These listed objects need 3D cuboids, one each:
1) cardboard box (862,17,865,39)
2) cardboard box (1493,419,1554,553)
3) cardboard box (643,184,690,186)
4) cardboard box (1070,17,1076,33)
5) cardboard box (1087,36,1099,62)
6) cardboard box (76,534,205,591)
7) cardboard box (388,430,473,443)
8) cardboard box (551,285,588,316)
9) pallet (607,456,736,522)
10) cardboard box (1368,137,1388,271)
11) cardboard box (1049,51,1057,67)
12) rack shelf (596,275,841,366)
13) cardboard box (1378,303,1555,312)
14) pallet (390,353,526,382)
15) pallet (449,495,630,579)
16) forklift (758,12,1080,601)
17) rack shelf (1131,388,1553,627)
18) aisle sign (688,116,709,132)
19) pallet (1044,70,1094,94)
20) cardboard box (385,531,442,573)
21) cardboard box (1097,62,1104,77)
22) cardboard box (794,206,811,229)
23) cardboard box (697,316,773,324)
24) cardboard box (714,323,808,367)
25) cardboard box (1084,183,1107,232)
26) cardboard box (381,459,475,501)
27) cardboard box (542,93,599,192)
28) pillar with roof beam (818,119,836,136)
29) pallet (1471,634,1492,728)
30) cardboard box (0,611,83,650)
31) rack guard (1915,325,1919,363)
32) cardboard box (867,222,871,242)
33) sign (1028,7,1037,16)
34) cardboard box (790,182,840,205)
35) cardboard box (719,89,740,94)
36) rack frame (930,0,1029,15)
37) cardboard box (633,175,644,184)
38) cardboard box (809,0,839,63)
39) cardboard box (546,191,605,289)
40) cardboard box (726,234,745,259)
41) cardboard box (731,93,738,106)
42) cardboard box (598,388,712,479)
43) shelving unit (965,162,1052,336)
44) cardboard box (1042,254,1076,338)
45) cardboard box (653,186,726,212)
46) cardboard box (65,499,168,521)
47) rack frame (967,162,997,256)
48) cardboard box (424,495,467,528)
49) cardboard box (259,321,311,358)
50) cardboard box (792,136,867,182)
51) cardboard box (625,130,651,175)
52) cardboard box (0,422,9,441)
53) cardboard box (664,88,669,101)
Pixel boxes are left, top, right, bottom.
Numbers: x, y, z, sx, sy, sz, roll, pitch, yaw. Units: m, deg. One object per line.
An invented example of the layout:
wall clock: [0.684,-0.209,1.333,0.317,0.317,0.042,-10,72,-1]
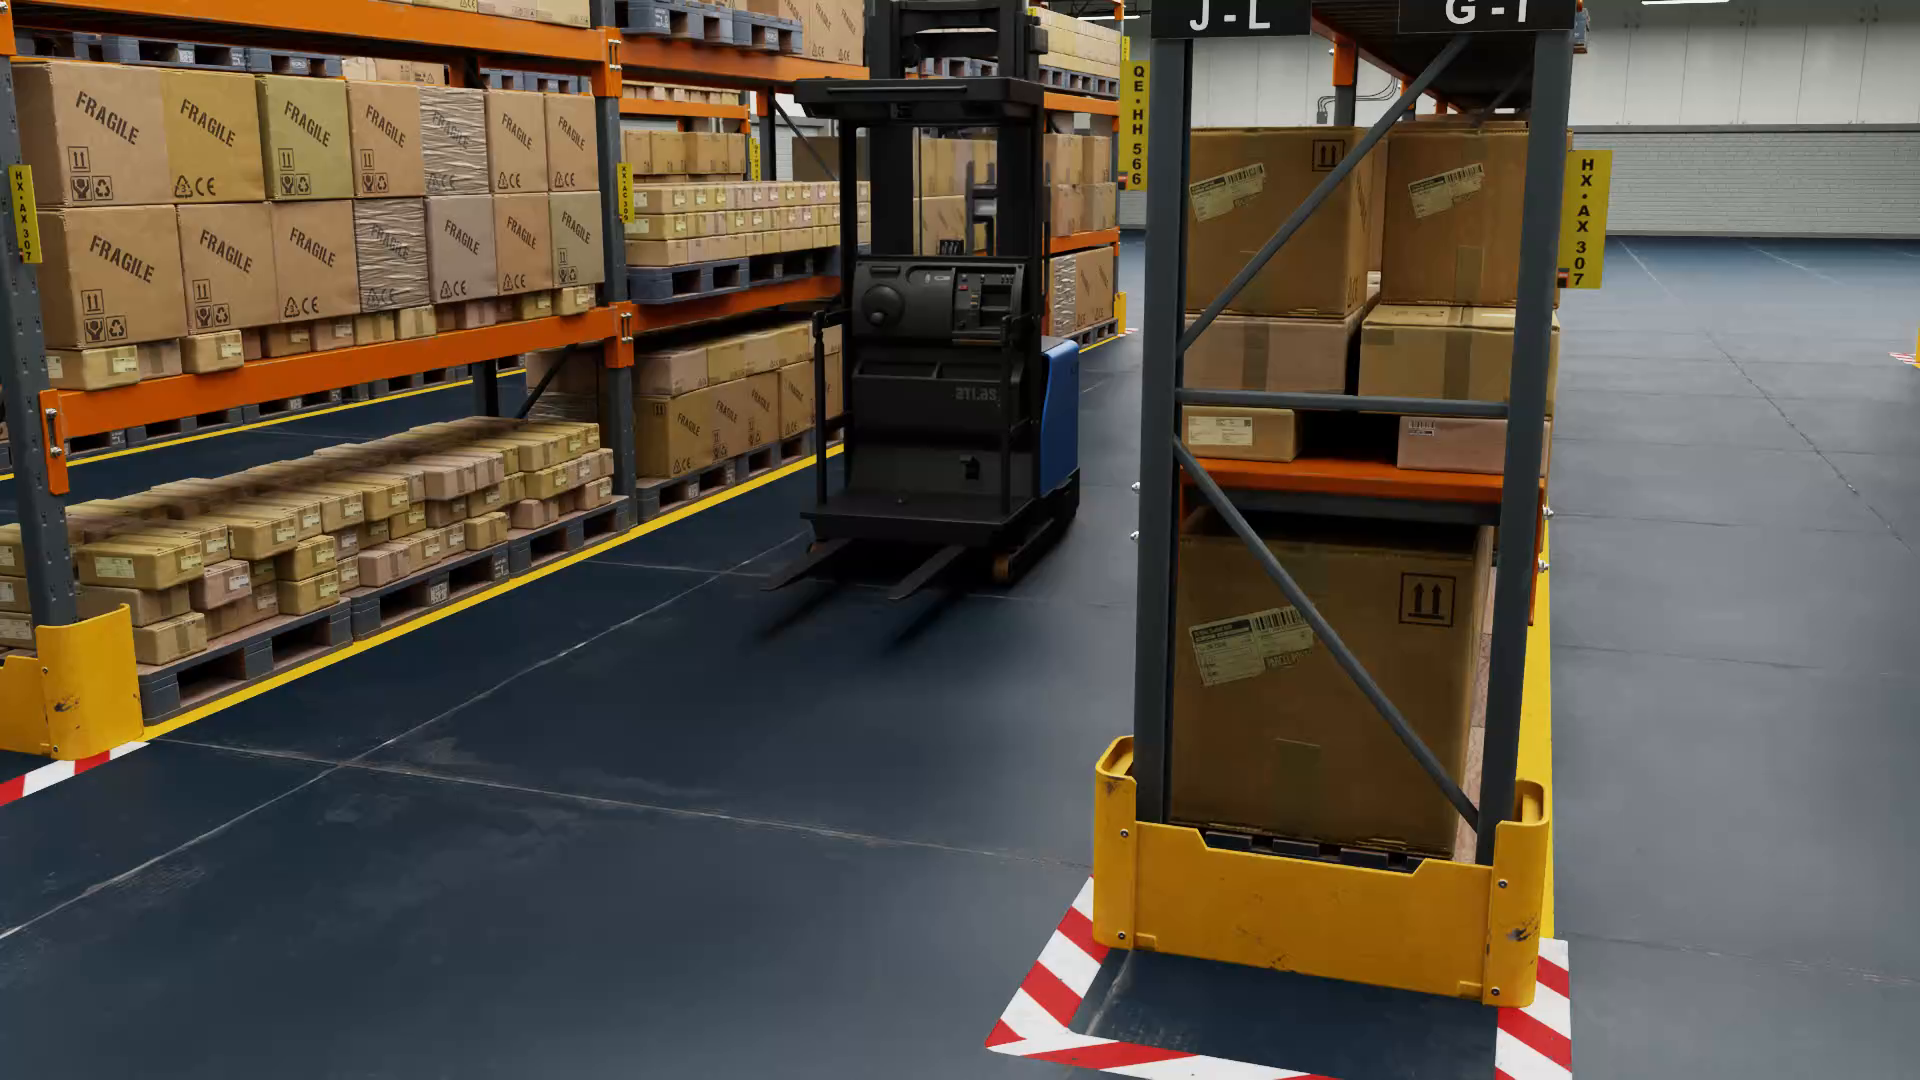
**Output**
cardboard box: [-0.844,-4.060,13.191,0.380,0.149,0.250,4,13,16]
cardboard box: [2.451,-0.492,8.736,1.225,0.875,0.875,4,14,19]
cardboard box: [-2.030,-2.311,11.156,0.380,0.149,0.250,4,13,16]
cardboard box: [1.041,-5.553,17.938,0.380,0.149,0.250,4,14,18]
cardboard box: [1.265,-5.546,18.805,0.500,0.250,0.500,4,14,18]
cardboard box: [-3.201,0.086,6.498,0.380,0.149,0.250,4,13,16]
cardboard box: [-2.886,-0.503,9.075,0.380,0.149,0.250,4,14,18]
cardboard box: [-2.249,-1.304,9.026,0.380,0.149,0.250,4,13,17]
pallet: [-2.147,-0.370,10.636,1.003,0.211,1.213,4,14,18]
cardboard box: [1.535,-1.329,6.555,0.500,0.500,0.500,4,13,17]
cardboard box: [0.794,-5.003,17.321,0.380,0.149,0.250,4,14,18]
rack shelf: [-1.751,-1.636,11.532,1.077,0.370,4.000,4,14,18]
cardboard box: [1.541,-0.609,5.082,0.500,0.250,0.500,4,14,18]
pallet: [-5.169,-1.804,16.918,1.003,0.211,1.213,4,14,18]
pallet: [-2.582,-0.062,9.287,1.003,0.211,1.213,4,14,18]
forklift: [-0.174,-1.263,8.578,1.129,2.867,3.031,4,13,16]
rack shelf: [1.616,-0.416,6.185,1.077,0.370,4.000,4,14,18]
aisle sign: [-3.505,-5.730,22.011,0.394,0.787,0.004,4,14,18]
pallet: [0.862,-5.097,18.536,1.003,0.211,1.213,4,14,18]
cardboard box: [-2.732,0.048,8.001,0.380,0.149,0.250,4,14,18]
cardboard box: [1.451,-5.431,19.197,0.380,0.149,0.250,4,14,19]
cardboard box: [-1.248,-2.227,11.455,0.380,0.149,0.250,5,14,20]
cardboard box: [-1.720,-1.525,12.418,0.500,0.250,0.500,4,14,18]
cardboard box: [-1.409,-1.384,11.798,0.500,0.250,0.500,5,14,20]
cardboard box: [1.250,-3.967,19.790,0.875,0.550,0.550,4,14,18]
cardboard box: [-2.619,-0.297,8.175,0.380,0.149,0.250,4,13,16]
cardboard box: [-2.294,-2.129,8.933,0.500,0.500,0.500,4,13,16]
pillar with roof beam: [0.890,-11.107,37.929,9.100,9.000,0.400,4,14,18]
pallet: [1.550,0.584,6.454,1.003,0.211,1.213,4,14,18]
cardboard box: [-3.719,0.336,6.739,0.380,0.149,0.250,5,14,19]
rack guard: [10.852,-2.119,17.650,1.175,0.500,0.348,4,14,18]
cardboard box: [-0.828,-2.353,12.678,0.380,0.149,0.250,5,14,19]
sign: [0.707,-5.081,16.399,0.100,0.325,0.005,4,14,18]
cardboard box: [-1.079,-2.480,11.895,0.380,0.149,0.250,5,14,20]
cardboard box: [-3.142,-5.835,21.238,0.500,0.250,0.500,4,14,18]
rack frame: [0.191,-6.175,16.320,1.000,3.000,0.127,4,14,18]
cardboard box: [-3.979,-3.959,19.200,0.500,0.500,0.500,4,14,18]
cardboard box: [-1.197,-3.674,11.880,0.500,0.500,0.500,4,14,18]
cardboard box: [-2.287,-1.637,9.028,0.500,0.500,0.500,4,14,18]
cardboard box: [-1.584,-1.862,10.525,0.380,0.149,0.250,4,14,19]
cardboard box: [-3.082,-5.672,21.422,0.380,0.149,0.250,4,14,19]
cardboard box: [-1.908,-0.688,10.437,0.500,0.500,0.500,5,14,21]
shelving unit: [0.301,-1.273,10.344,0.431,2.100,0.503,4,13,15]
cardboard box: [0.748,-2.737,18.568,0.875,0.875,0.875,4,14,19]
cardboard box: [-1.665,-2.101,10.235,0.380,0.149,0.250,4,14,19]
cardboard box: [-3.661,-0.071,7.183,0.380,0.149,0.250,4,13,17]
rack frame: [0.235,-1.222,10.114,0.400,2.100,0.015,4,13,15]
cardboard box: [-2.688,-0.165,8.265,0.380,0.149,0.250,4,13,16]
cardboard box: [-3.031,-0.875,7.145,0.380,0.149,0.250,4,14,18]
cardboard box: [-0.949,-3.038,13.586,0.700,0.500,0.500,4,14,18]
cardboard box: [-3.992,-4.450,19.102,0.700,0.500,0.500,4,14,19]
cardboard box: [-6.989,-1.206,11.862,0.875,0.875,0.875,5,14,20]
cardboard box: [-3.692,-5.298,19.784,0.380,0.149,0.250,4,14,19]
